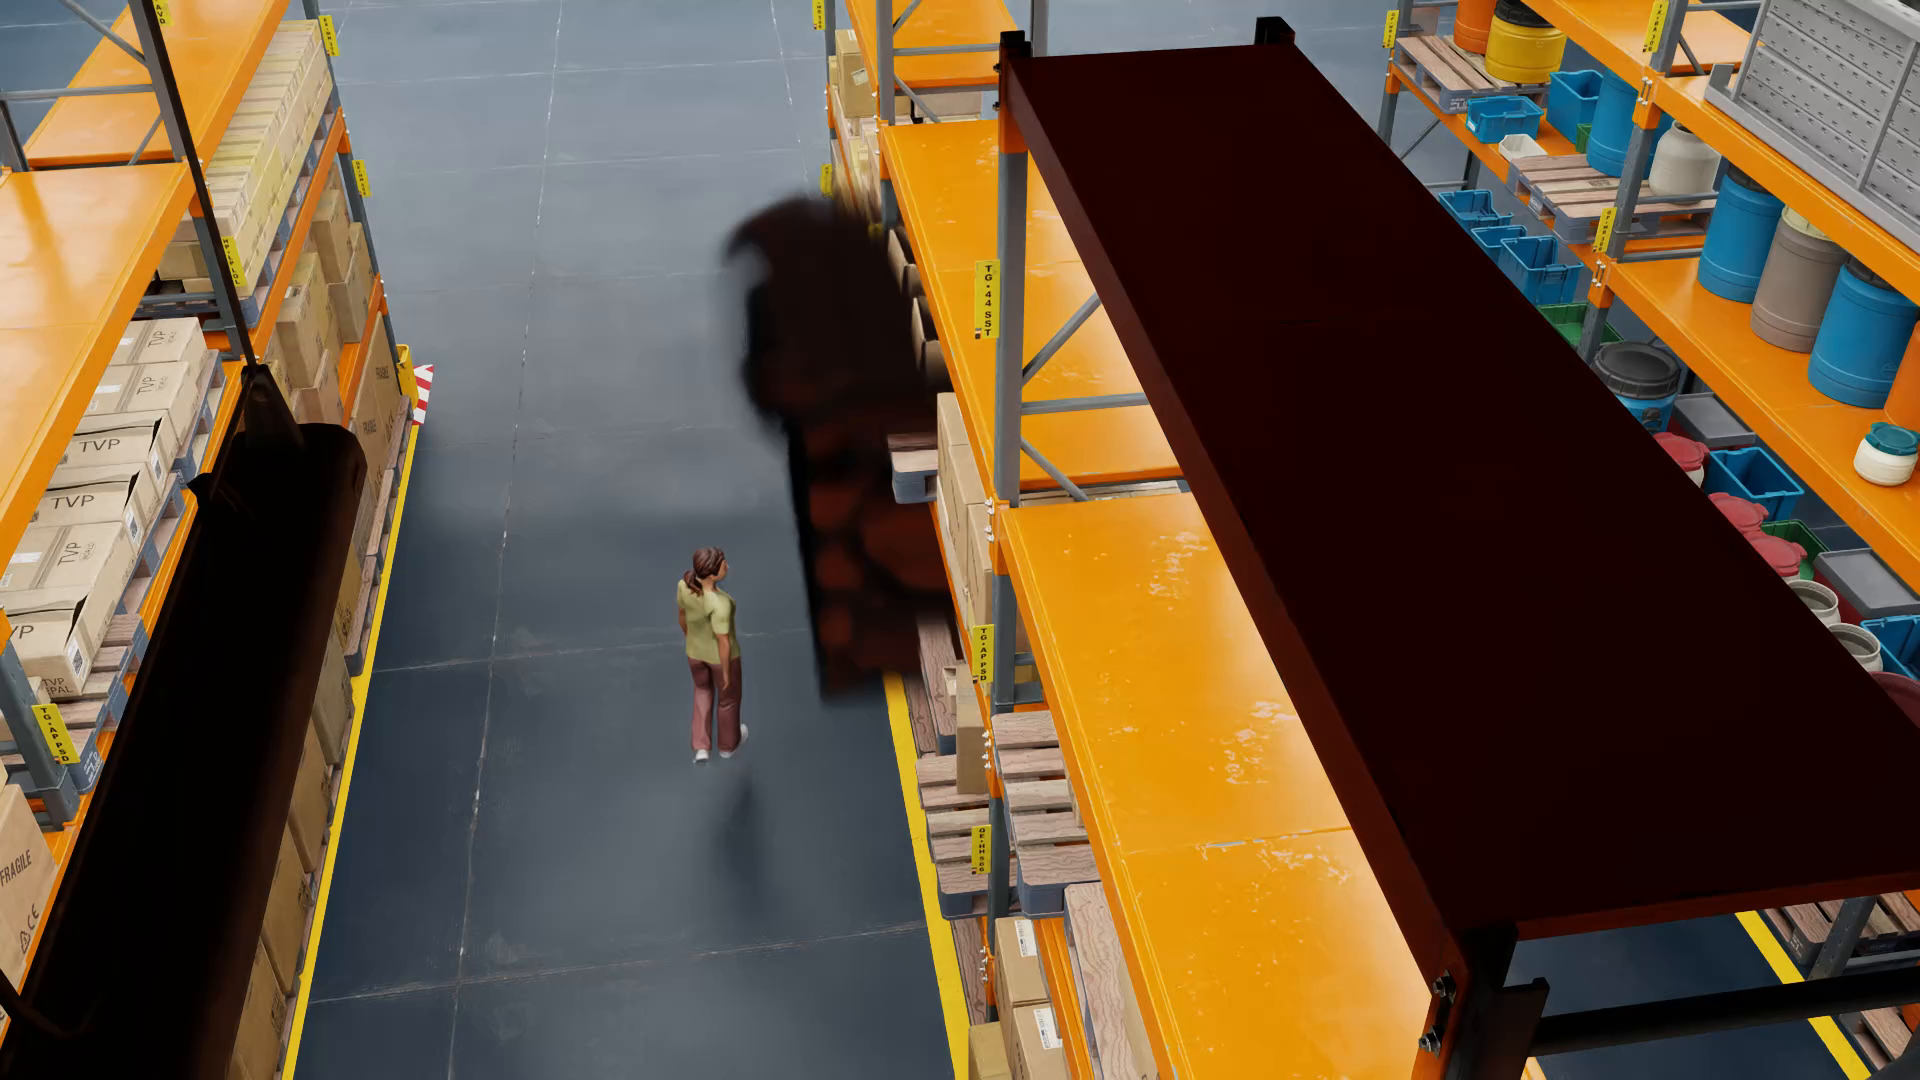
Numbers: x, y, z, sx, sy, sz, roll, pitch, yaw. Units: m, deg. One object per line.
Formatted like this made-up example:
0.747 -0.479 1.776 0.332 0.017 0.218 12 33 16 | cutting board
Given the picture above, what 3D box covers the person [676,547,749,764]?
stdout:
-1.590 0.741 10.554 0.445 1.689 0.512 13 38 17 | person
